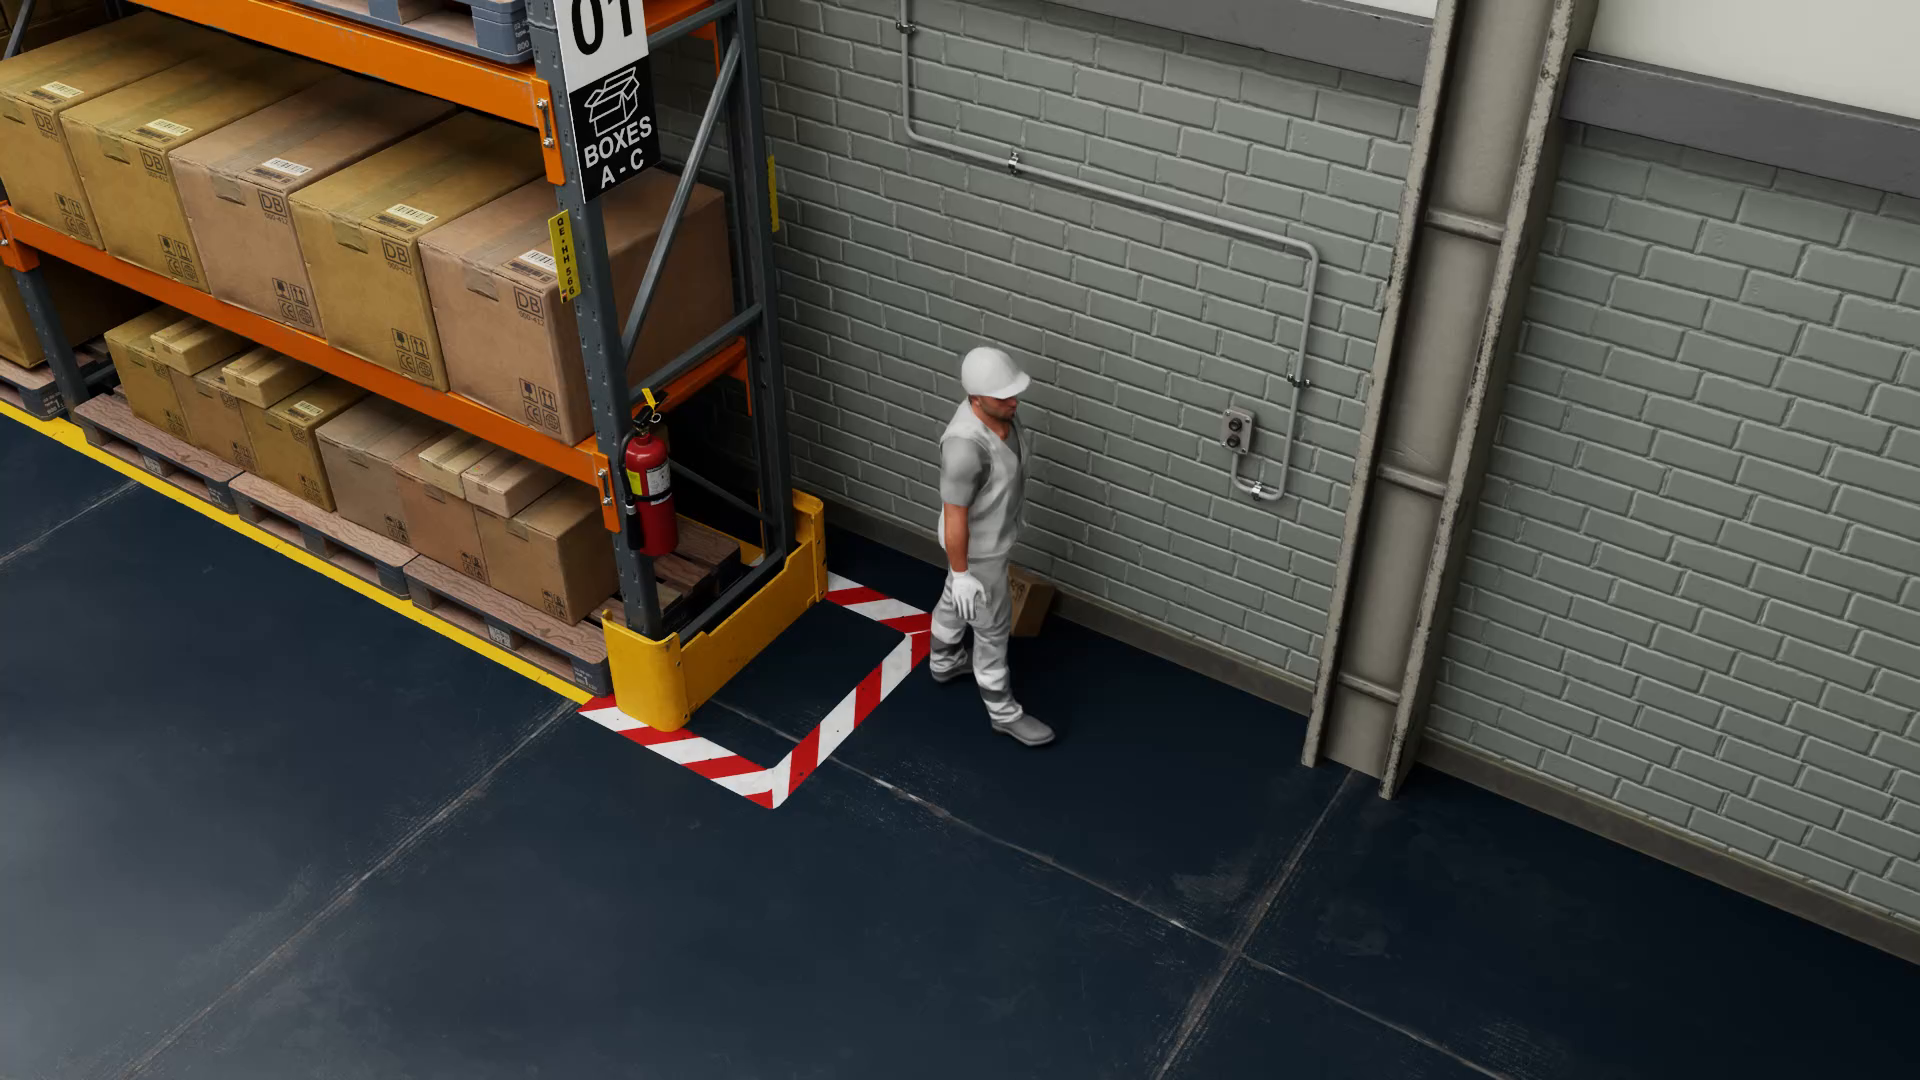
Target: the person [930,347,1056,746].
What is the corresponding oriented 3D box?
[{"bbox_3d":[0.136,0.022,6.617,0.628,1.789,0.666,9,39,12],"label":"person"}]
